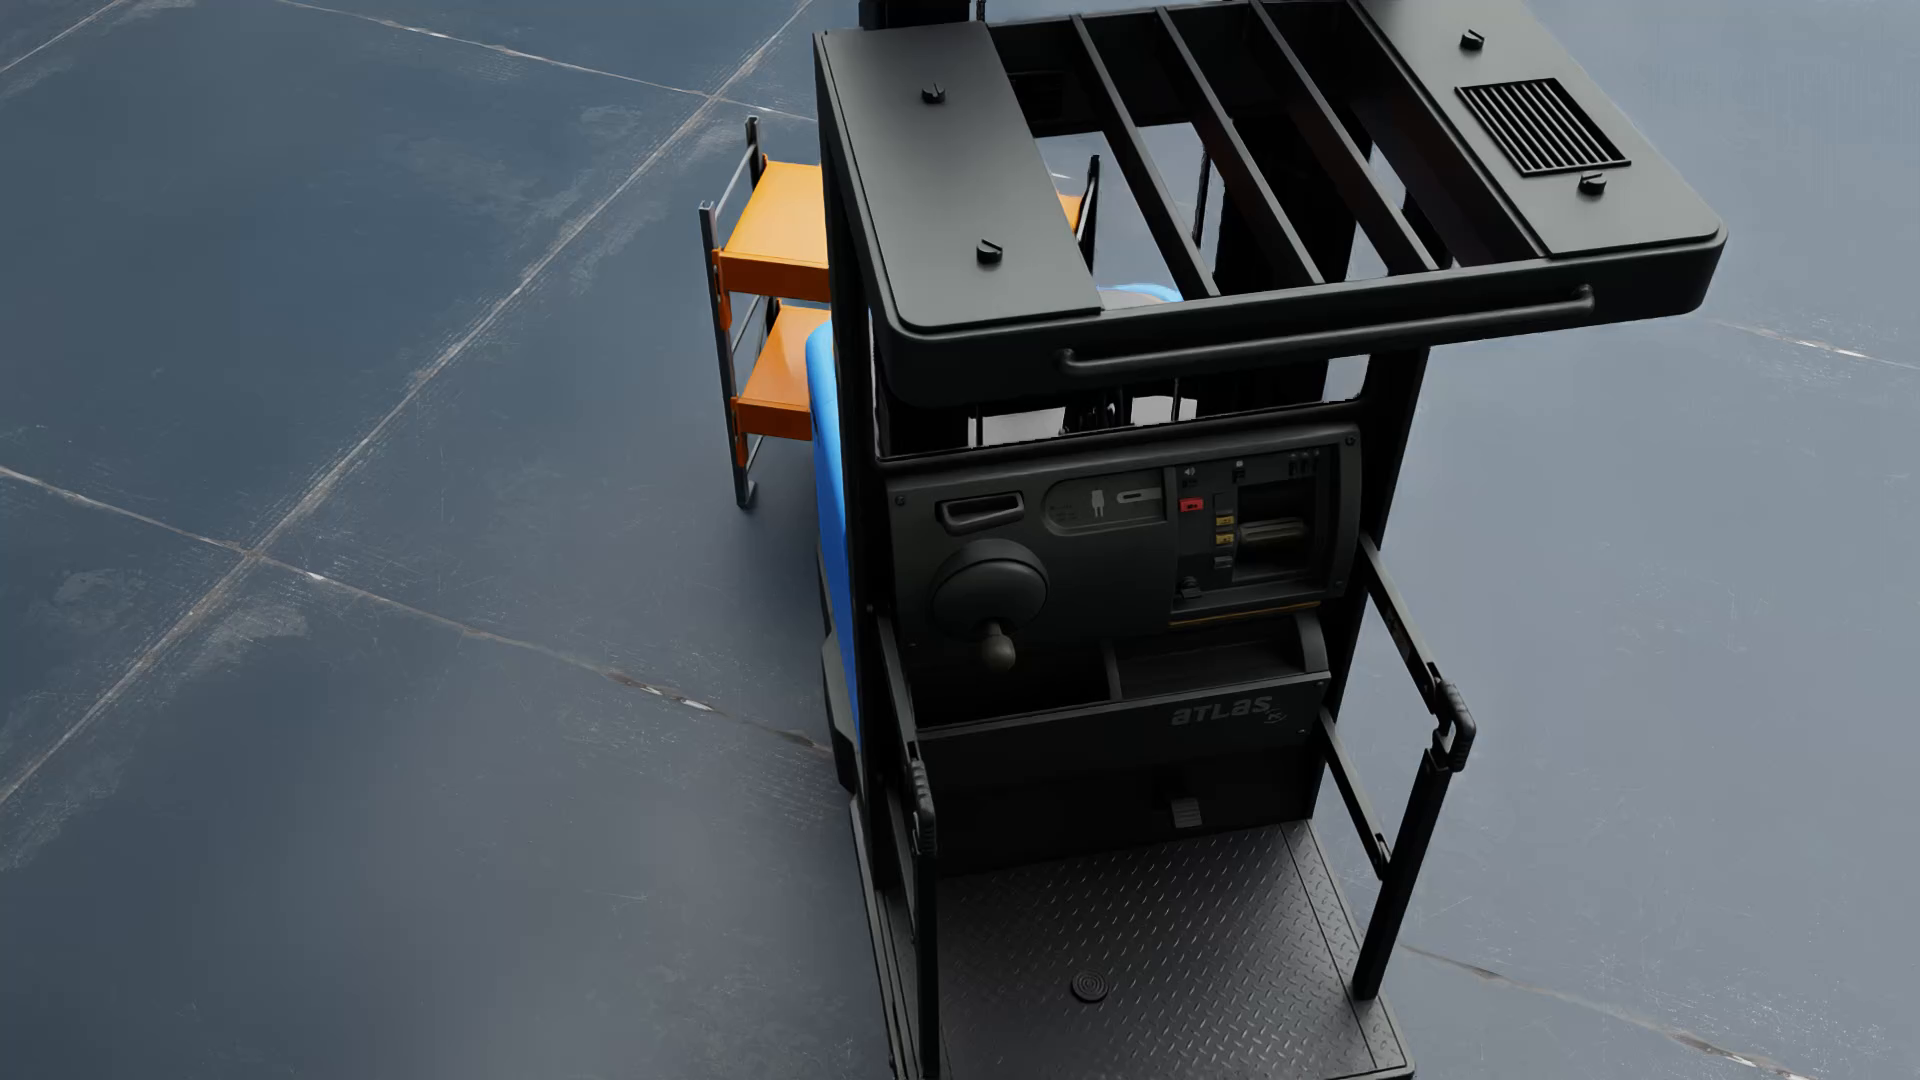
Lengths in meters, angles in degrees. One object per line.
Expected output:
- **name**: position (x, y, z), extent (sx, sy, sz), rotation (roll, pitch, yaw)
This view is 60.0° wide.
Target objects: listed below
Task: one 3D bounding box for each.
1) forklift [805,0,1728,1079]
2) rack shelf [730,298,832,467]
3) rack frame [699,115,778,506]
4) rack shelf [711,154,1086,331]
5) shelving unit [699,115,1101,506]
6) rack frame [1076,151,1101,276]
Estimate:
- **forklift**: position (0.369, 0.106, 3.066), extent (1.130, 2.935, 3.031), rotation (-8, 45, -8)
- **rack shelf**: position (-0.157, -0.440, 5.242), extent (1.000, 0.278, 0.538), rotation (8, 45, 8)
- **rack frame**: position (-0.656, -0.682, 5.138), extent (0.032, 1.125, 0.500), rotation (8, 45, 8)
- **rack shelf**: position (-0.157, -0.821, 4.863), extent (1.000, 0.278, 0.538), rotation (8, 45, 8)
- **shelving unit**: position (-0.157, -0.614, 5.069), extent (1.048, 1.125, 0.538), rotation (8, 45, 8)
- **rack frame**: position (0.342, -0.545, 5.000), extent (0.032, 1.125, 0.500), rotation (8, 45, 8)
